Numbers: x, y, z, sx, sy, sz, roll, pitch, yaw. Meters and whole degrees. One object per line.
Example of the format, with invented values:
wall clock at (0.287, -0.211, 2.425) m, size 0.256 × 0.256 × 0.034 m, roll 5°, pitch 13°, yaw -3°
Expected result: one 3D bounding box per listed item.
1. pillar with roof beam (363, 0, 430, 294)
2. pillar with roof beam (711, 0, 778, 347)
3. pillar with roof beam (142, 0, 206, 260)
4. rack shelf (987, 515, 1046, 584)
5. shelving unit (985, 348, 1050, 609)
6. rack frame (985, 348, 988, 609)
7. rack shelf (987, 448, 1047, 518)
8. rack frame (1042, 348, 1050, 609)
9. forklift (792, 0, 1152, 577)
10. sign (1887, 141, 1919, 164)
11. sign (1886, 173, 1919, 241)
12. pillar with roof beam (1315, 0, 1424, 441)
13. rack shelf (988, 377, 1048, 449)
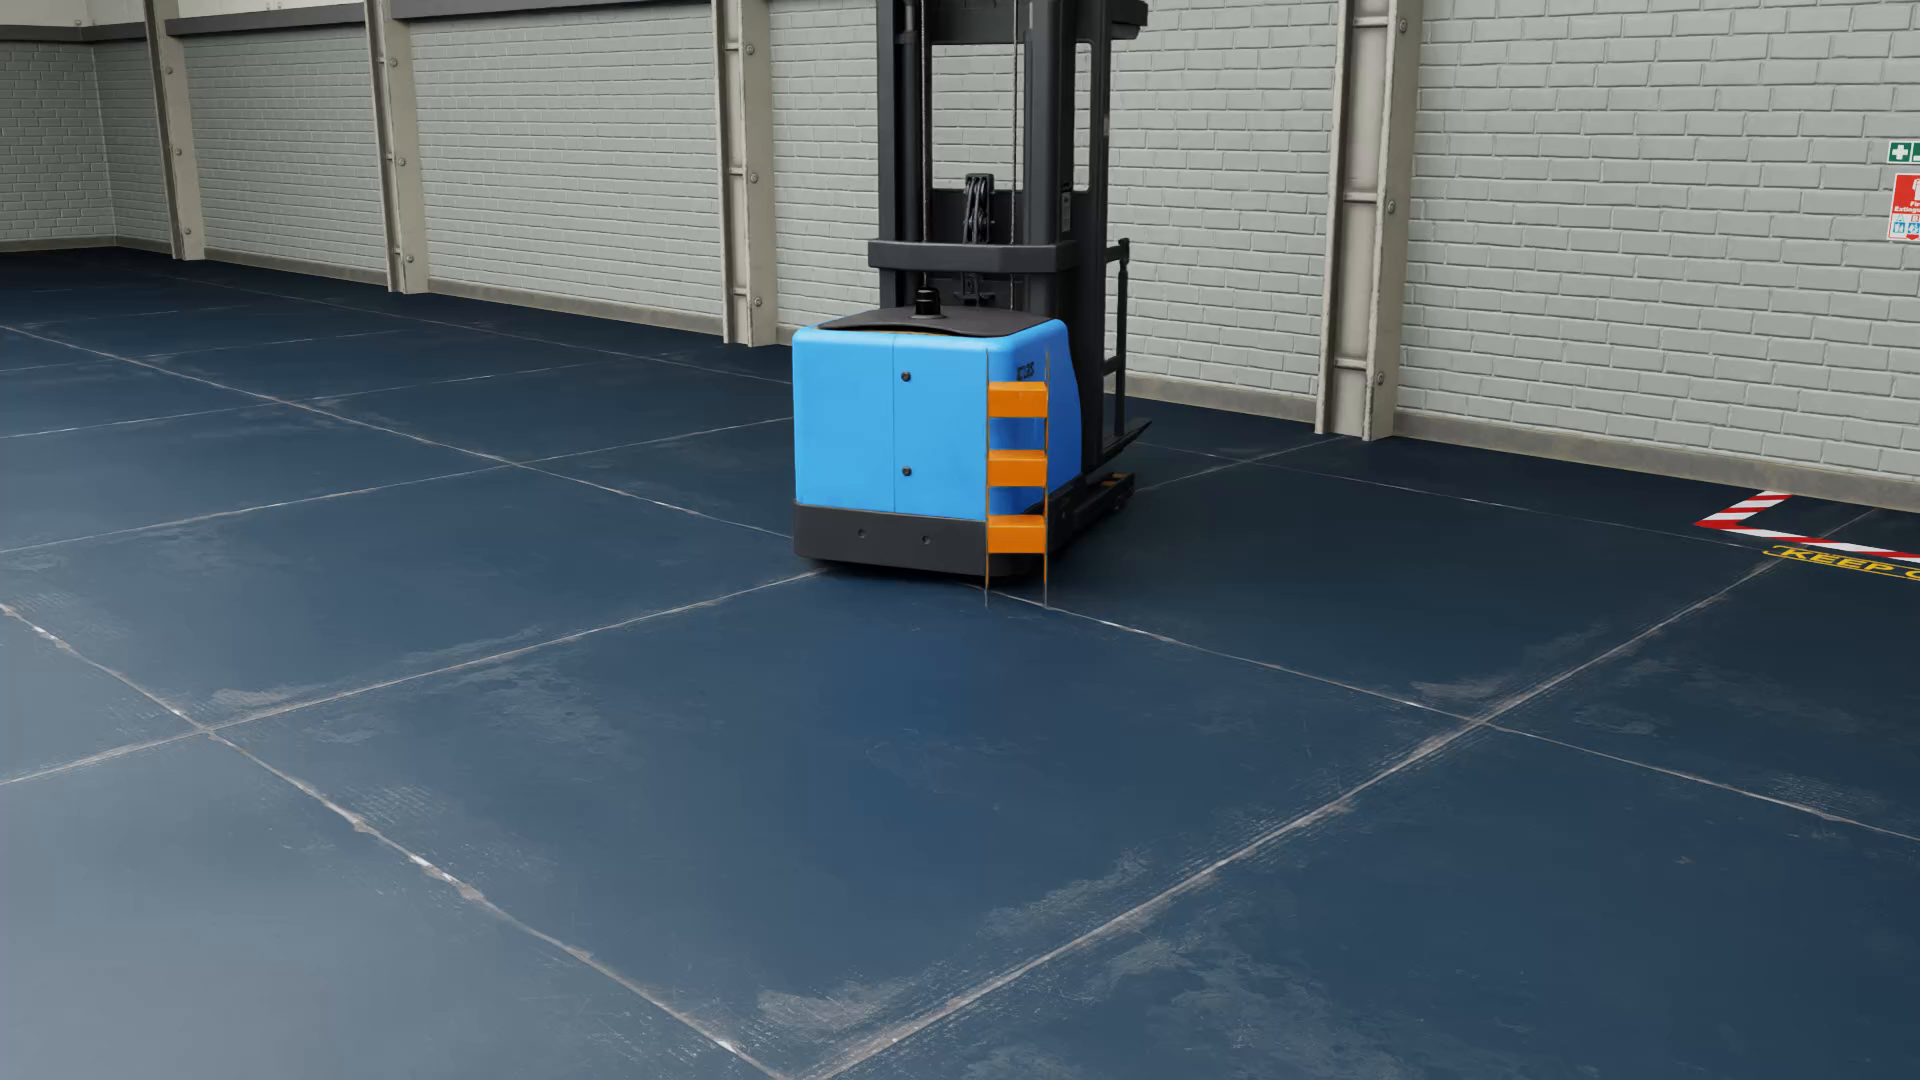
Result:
pillar with roof beam at (-9.133, -6.346, 14.438) m, size 0.400 × 9.000 × 9.100 m, roll 14°, pitch 20°, yaw 42°
pillar with roof beam at (-4.813, -5.295, 10.408) m, size 0.400 × 9.000 × 9.100 m, roll 14°, pitch 20°, yaw 42°
pillar with roof beam at (-13.452, -7.396, 18.468) m, size 0.400 × 9.000 × 9.100 m, roll 14°, pitch 20°, yaw 42°
rack shelf at (0.231, 0.028, 6.885) m, size 0.240 × 0.259 × 0.215 m, roll 0°, pitch 15°, yaw 0°
shelving unit at (0.231, -0.251, 6.812) m, size 0.252 × 1.050 × 0.215 m, roll 0°, pitch 15°, yaw 0°
rack frame at (0.109, -0.251, 6.812) m, size 0.008 × 1.050 × 0.200 m, roll 0°, pitch 15°, yaw 0°
rack shelf at (0.231, -0.241, 6.815) m, size 0.240 × 0.259 × 0.215 m, roll 0°, pitch 15°, yaw 0°
rack frame at (0.353, -0.251, 6.812) m, size 0.008 × 1.050 × 0.200 m, roll 0°, pitch 15°, yaw 0°
forklift at (0.264, -1.588, 8.212) m, size 1.130 × 2.935 × 3.031 m, roll 6°, pitch 16°, yaw 20°
sign at (4.731, -1.900, 8.153) m, size 0.331 × 0.109 × 0.001 m, roll 14°, pitch 20°, yaw 42°
sign at (4.734, -1.646, 8.229) m, size 0.234 × 0.329 × 0.001 m, roll 14°, pitch 20°, yaw 42°
pillar with roof beam at (-0.494, -4.245, 6.378) m, size 0.400 × 9.000 × 9.100 m, roll 14°, pitch 20°, yaw 42°
rack shelf at (0.231, -0.515, 6.744) m, size 0.240 × 0.259 × 0.215 m, roll 0°, pitch 15°, yaw 0°
